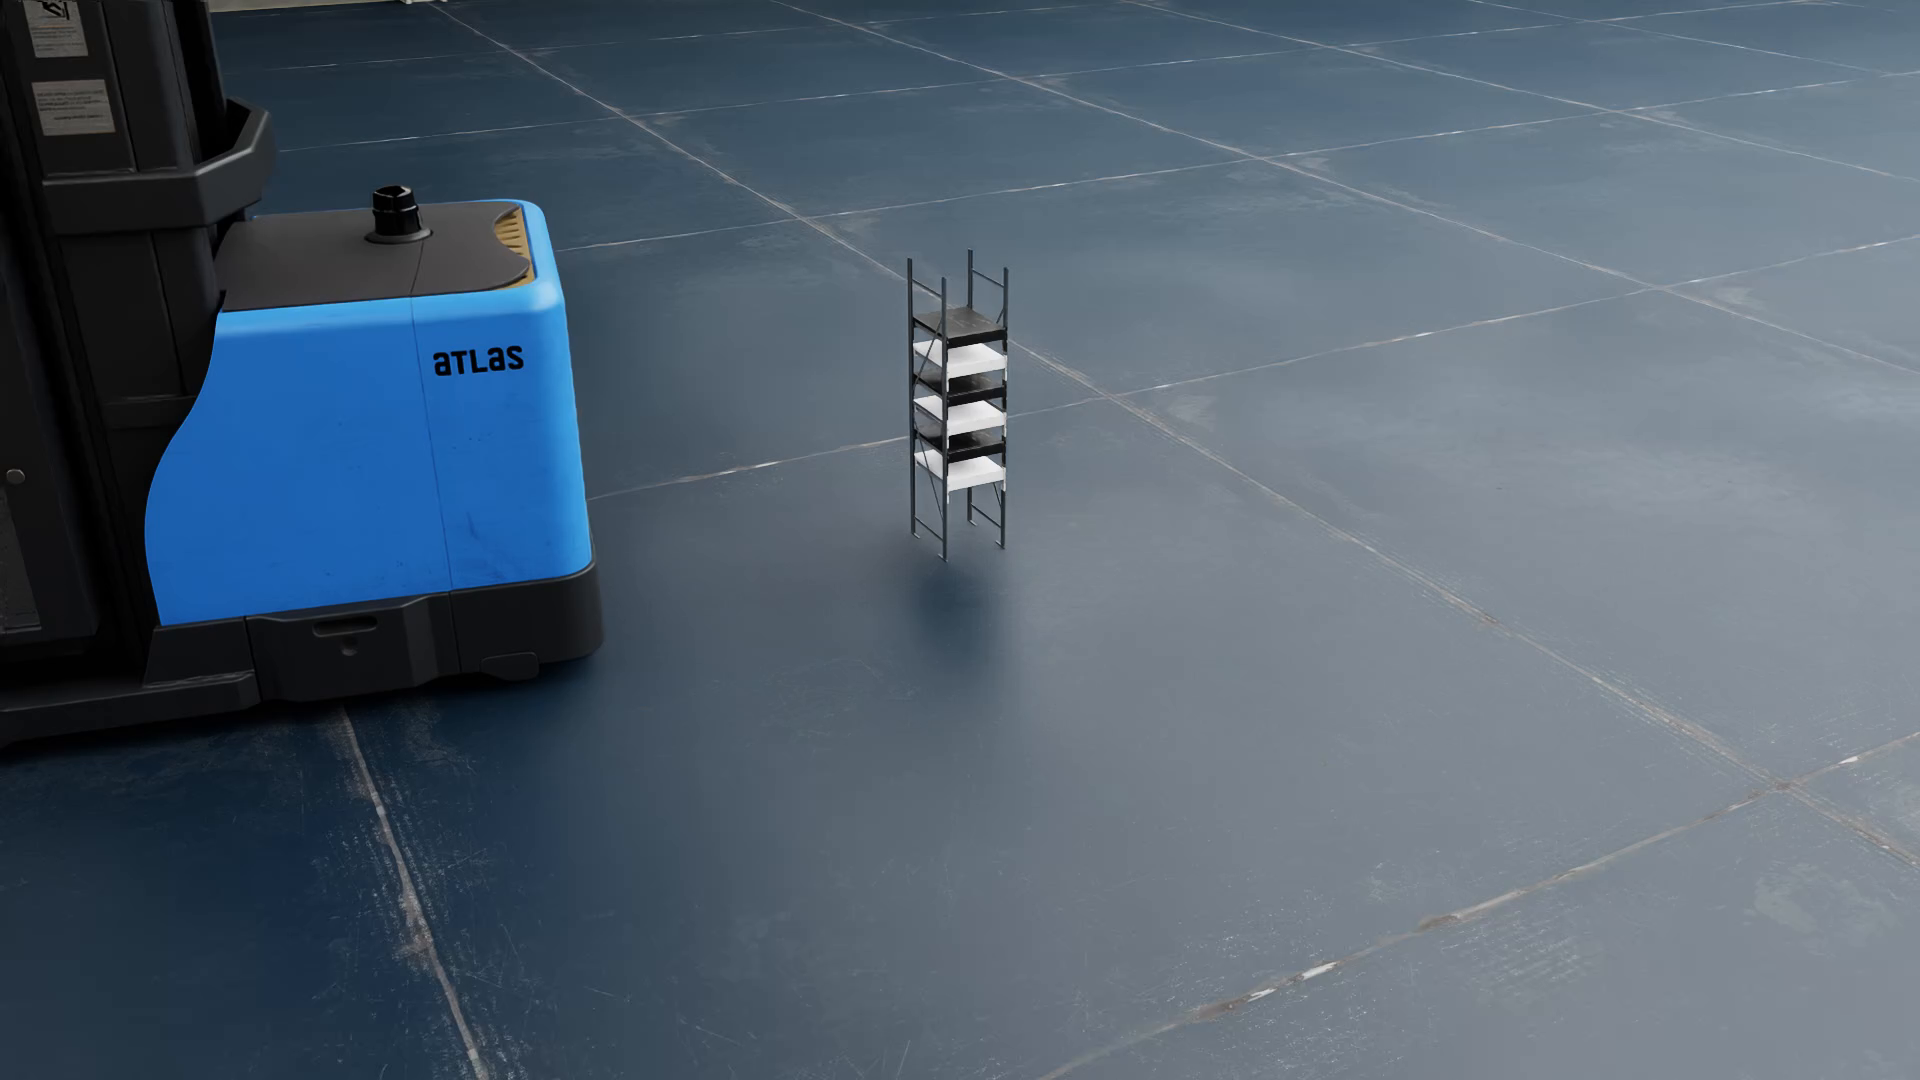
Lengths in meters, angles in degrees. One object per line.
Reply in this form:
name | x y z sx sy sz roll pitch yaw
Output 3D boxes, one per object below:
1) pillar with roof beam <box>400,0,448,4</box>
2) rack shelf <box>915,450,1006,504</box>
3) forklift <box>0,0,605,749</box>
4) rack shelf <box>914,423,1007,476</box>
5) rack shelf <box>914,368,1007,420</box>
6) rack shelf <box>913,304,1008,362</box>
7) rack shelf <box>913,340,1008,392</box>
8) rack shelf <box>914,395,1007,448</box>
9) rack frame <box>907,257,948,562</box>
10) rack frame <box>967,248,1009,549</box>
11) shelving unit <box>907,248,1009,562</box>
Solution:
pillar with roof beam | -3.199 -7.665 10.819 0.400 9.000 9.100 -13 29 -25
rack shelf | -0.007 -0.212 5.144 0.200 0.077 0.258 -13 29 -25
forklift | -2.541 -0.987 3.919 3.031 2.935 1.130 -7 27 -14
rack shelf | -0.007 -0.293 5.105 0.200 0.077 0.258 -13 29 -25
rack shelf | -0.007 -0.455 5.027 0.200 0.077 0.258 -13 29 -25
rack shelf | -0.007 -0.617 4.949 0.200 0.077 0.258 -13 29 -25
rack shelf | -0.007 -0.536 4.988 0.200 0.077 0.258 -13 29 -25
rack shelf | -0.007 -0.374 5.066 0.200 0.077 0.258 -13 29 -25
rack frame | -0.097 -0.383 5.009 0.006 0.900 0.240 -13 29 -25
rack frame | 0.083 -0.425 5.095 0.006 0.900 0.240 -13 29 -25
shelving unit | -0.007 -0.404 5.052 0.210 0.900 0.258 -13 29 -25
